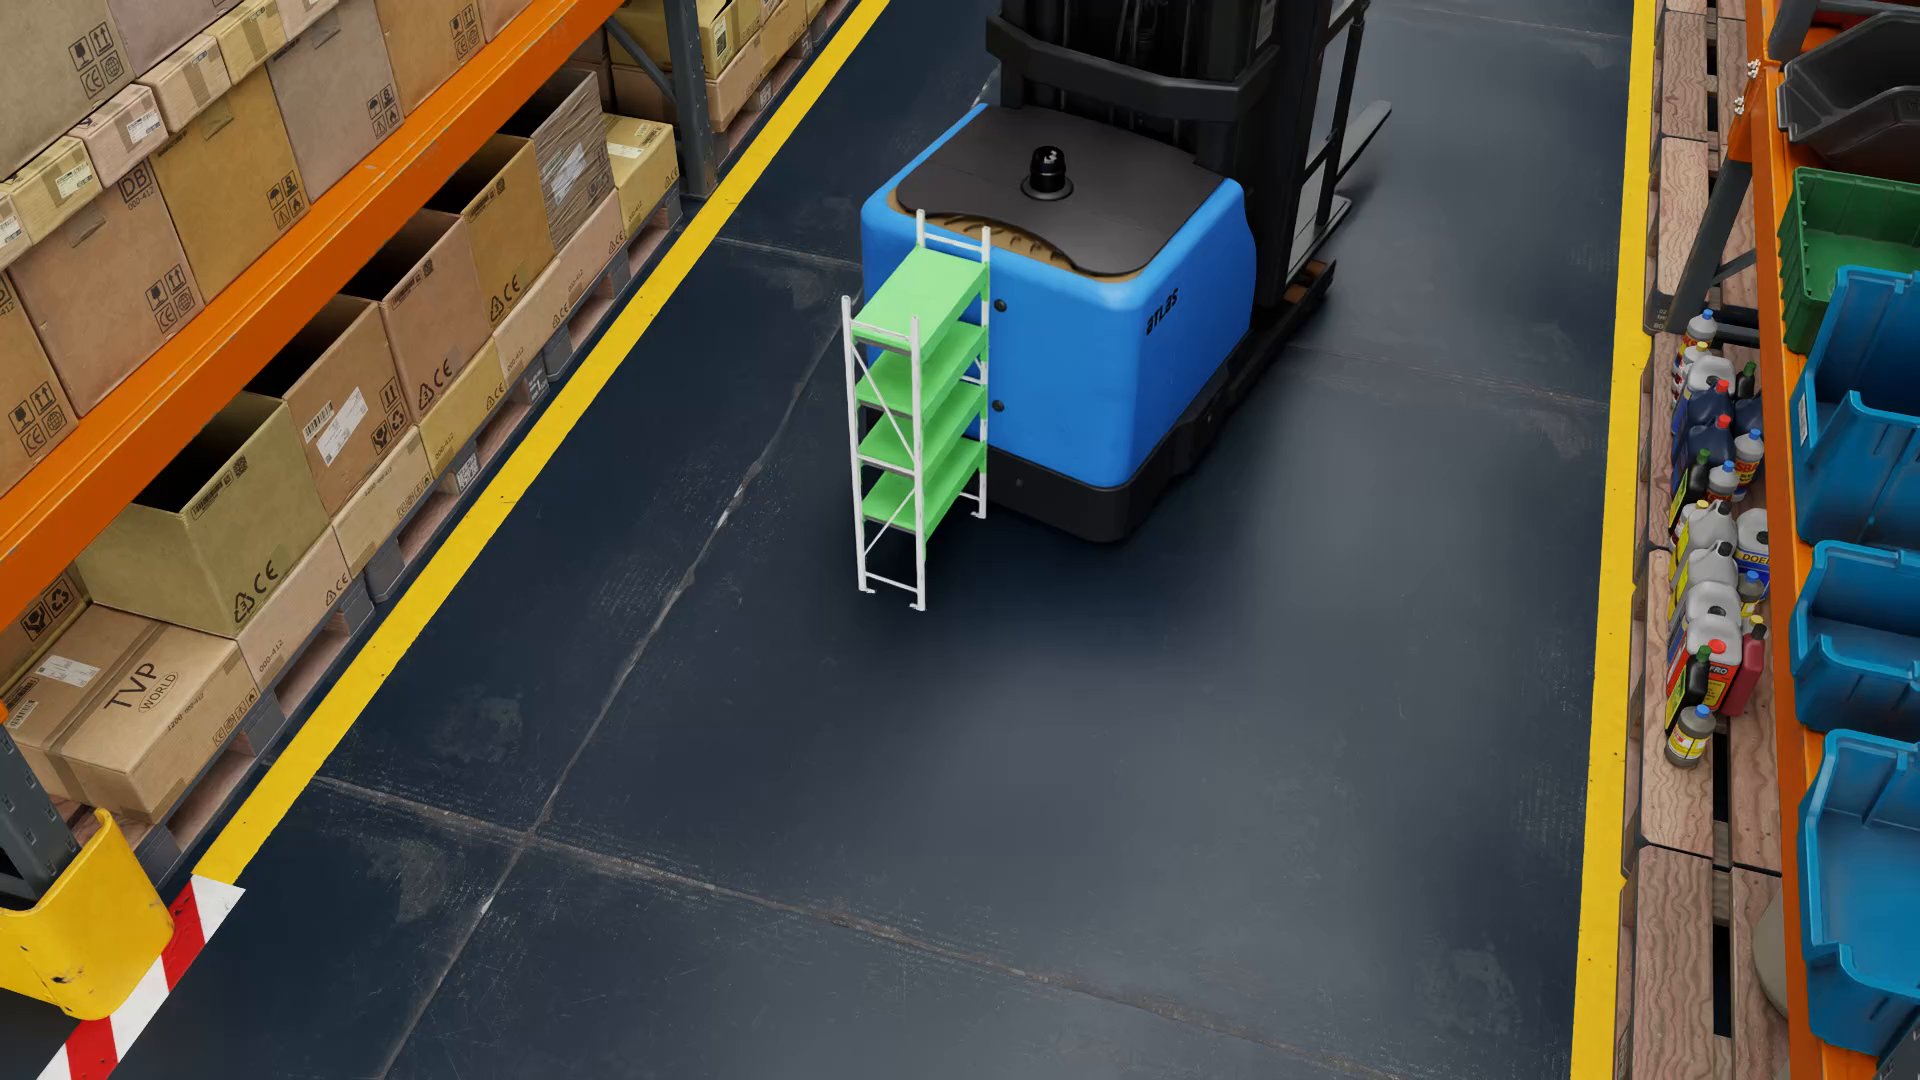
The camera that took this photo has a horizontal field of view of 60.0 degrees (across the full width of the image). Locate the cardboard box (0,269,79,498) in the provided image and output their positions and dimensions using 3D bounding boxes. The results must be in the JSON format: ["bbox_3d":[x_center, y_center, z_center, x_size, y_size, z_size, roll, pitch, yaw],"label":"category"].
[{"bbox_3d":[-2.620,-0.376,3.918,0.700,0.500,0.500,13,46,13],"label":"cardboard box"}]

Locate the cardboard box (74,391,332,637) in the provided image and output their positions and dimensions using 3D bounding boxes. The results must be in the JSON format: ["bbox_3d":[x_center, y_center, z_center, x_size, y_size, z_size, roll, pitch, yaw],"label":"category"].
[{"bbox_3d":[-2.250,-0.111,4.848,0.500,0.500,0.500,13,46,13],"label":"cardboard box"}]

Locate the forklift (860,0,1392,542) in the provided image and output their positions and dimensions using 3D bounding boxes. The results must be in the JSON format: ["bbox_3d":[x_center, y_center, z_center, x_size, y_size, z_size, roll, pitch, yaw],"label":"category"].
[{"bbox_3d":[0.857,-2.055,5.754,1.130,2.935,3.031,23,49,22],"label":"forklift"}]

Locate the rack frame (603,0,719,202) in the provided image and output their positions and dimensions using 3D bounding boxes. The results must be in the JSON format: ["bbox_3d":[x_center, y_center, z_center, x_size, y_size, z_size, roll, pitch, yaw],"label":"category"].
[{"bbox_3d":[-1.562,-2.698,6.362,1.000,3.000,0.127,13,46,13],"label":"rack frame"}]

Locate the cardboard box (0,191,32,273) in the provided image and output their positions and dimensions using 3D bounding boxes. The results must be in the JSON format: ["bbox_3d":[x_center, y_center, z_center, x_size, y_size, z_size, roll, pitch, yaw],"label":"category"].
[{"bbox_3d":[-2.372,-0.692,3.777,0.380,0.149,0.250,11,46,11],"label":"cardboard box"}]

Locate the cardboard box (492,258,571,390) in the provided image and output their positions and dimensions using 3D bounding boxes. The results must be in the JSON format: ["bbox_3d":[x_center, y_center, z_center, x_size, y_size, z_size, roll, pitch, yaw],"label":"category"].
[{"bbox_3d":[-1.793,-0.842,6.132,0.500,0.250,0.500,13,46,13],"label":"cardboard box"}]

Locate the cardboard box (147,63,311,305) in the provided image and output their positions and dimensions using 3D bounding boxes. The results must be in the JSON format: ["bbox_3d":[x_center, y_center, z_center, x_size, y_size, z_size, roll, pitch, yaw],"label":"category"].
[{"bbox_3d":[-2.310,-1.057,4.614,0.700,0.500,0.500,13,46,13],"label":"cardboard box"}]

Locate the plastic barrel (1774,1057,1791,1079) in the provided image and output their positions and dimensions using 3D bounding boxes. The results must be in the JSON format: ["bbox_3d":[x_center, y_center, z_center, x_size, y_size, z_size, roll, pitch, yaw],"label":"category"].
[{"bbox_3d":[2.072,1.304,3.751,0.421,0.512,0.421,0,44,0],"label":"plastic barrel"}]

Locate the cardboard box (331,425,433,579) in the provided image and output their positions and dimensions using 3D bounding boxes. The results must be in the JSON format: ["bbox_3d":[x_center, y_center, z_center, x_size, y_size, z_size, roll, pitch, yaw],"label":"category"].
[{"bbox_3d":[-2.099,-0.177,5.451,0.500,0.250,0.500,13,46,13],"label":"cardboard box"}]

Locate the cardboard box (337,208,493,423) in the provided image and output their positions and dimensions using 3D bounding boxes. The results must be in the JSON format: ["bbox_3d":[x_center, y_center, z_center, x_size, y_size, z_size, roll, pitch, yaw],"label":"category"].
[{"bbox_3d":[-1.942,-0.777,5.528,0.500,0.500,0.500,13,46,13],"label":"cardboard box"}]

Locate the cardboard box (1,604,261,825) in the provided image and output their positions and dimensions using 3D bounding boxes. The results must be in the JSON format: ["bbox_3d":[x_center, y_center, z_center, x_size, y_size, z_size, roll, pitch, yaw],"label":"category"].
[{"bbox_3d":[-2.399,0.491,4.770,0.500,0.250,0.500,13,46,13],"label":"cardboard box"}]

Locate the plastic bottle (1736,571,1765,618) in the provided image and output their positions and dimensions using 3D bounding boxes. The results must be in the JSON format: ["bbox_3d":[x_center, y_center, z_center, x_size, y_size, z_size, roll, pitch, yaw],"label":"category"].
[{"bbox_3d":[2.404,0.176,5.111,0.097,0.201,0.097,0,44,0],"label":"plastic bottle"}]

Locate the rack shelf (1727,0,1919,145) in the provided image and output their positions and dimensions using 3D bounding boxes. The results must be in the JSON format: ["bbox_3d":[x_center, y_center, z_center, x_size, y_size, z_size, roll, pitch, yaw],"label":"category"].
[{"bbox_3d":[3.763,-2.722,6.902,1.077,0.370,4.000,13,46,13],"label":"rack shelf"}]

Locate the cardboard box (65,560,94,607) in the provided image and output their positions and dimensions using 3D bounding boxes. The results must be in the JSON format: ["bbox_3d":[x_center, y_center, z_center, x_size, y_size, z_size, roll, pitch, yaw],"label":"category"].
[{"bbox_3d":[-2.753,0.045,5.225,0.500,0.250,0.500,13,46,13],"label":"cardboard box"}]

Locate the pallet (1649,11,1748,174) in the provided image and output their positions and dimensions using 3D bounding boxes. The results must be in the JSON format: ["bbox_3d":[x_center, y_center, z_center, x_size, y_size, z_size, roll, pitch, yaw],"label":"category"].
[{"bbox_3d":[3.726,-1.997,7.640,1.003,0.211,1.213,13,46,13],"label":"pallet"}]

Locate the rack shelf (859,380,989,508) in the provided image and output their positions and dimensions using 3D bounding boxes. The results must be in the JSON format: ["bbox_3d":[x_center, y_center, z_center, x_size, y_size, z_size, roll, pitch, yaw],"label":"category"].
[{"bbox_3d":[-0.123,-0.339,5.330,0.258,0.148,0.480,18,47,18],"label":"rack shelf"}]

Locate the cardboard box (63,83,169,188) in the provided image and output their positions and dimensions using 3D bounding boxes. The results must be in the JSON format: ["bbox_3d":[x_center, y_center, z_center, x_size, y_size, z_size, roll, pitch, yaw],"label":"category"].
[{"bbox_3d":[-2.217,-1.025,4.118,0.380,0.149,0.250,12,46,12],"label":"cardboard box"}]

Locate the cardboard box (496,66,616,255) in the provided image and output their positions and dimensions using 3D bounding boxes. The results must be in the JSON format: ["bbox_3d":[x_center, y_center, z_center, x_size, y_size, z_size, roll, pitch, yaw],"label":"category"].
[{"bbox_3d":[-1.657,-1.447,6.214,0.500,0.500,0.500,13,46,13],"label":"cardboard box"}]

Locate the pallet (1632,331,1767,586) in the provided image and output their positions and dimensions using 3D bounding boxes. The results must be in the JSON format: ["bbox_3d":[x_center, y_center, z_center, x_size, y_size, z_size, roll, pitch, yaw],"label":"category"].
[{"bbox_3d":[2.914,-0.211,5.814,1.003,0.211,1.213,13,46,13],"label":"pallet"}]

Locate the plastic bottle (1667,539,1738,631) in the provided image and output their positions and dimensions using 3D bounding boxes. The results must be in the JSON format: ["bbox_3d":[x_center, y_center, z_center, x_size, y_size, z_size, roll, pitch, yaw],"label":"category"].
[{"bbox_3d":[2.275,0.127,5.055,0.144,0.351,0.185,14,46,14],"label":"plastic bottle"}]

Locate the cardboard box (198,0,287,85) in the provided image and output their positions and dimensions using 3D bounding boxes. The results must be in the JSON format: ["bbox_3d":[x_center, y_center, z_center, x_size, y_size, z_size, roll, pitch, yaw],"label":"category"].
[{"bbox_3d":[-2.061,-1.374,4.474,0.380,0.149,0.250,12,46,12],"label":"cardboard box"}]

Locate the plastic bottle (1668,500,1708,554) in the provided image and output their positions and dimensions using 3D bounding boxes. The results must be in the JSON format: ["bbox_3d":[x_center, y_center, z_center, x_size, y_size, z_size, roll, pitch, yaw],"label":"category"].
[{"bbox_3d":[2.352,-0.044,5.336,0.097,0.201,0.097,0,44,0],"label":"plastic bottle"}]

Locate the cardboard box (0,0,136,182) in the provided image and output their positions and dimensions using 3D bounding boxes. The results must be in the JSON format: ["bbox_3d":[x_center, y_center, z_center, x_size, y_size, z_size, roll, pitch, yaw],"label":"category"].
[{"bbox_3d":[-2.450,-1.226,3.860,0.700,0.500,0.500,11,46,11],"label":"cardboard box"}]

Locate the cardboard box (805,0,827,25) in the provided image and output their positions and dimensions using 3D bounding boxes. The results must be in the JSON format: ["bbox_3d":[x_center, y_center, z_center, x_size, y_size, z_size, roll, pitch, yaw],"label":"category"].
[{"bbox_3d":[-0.894,-2.768,8.100,0.500,0.250,0.500,11,45,11],"label":"cardboard box"}]

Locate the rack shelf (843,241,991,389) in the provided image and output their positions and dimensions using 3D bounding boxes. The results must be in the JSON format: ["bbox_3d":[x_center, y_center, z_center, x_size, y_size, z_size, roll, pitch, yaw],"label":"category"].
[{"bbox_3d":[-0.123,-0.682,4.995,0.258,0.148,0.480,18,47,18],"label":"rack shelf"}]

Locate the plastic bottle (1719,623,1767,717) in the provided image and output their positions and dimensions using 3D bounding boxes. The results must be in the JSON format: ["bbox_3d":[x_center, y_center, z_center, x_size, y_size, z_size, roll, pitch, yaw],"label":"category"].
[{"bbox_3d":[2.288,0.377,4.848,0.061,0.283,0.133,13,46,13],"label":"plastic bottle"}]

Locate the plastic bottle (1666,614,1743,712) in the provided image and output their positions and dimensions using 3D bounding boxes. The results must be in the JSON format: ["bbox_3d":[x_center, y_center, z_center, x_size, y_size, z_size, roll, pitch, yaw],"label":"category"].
[{"bbox_3d":[2.187,0.357,4.873,0.152,0.276,0.135,13,46,13],"label":"plastic bottle"}]

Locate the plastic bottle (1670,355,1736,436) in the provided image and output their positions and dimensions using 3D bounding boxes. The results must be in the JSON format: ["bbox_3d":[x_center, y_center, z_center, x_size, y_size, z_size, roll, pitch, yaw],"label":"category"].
[{"bbox_3d":[2.571,-0.489,5.738,0.152,0.276,0.135,14,46,14],"label":"plastic bottle"}]

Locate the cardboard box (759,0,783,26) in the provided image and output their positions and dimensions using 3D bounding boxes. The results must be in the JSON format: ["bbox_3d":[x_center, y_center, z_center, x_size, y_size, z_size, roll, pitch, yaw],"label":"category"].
[{"bbox_3d":[-1.043,-2.621,7.548,0.500,0.311,0.500,12,46,12],"label":"cardboard box"}]

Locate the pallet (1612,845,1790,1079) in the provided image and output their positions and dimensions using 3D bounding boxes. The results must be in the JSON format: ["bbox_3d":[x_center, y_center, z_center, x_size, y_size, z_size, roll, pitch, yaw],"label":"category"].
[{"bbox_3d":[2.175,1.416,4.152,1.003,0.211,1.213,13,46,13],"label":"pallet"}]

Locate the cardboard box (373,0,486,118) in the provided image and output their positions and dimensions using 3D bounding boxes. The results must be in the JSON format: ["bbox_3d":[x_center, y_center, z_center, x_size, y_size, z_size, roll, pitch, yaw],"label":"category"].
[{"bbox_3d":[-2.000,-1.750,5.322,0.700,0.500,0.500,13,46,13],"label":"cardboard box"}]

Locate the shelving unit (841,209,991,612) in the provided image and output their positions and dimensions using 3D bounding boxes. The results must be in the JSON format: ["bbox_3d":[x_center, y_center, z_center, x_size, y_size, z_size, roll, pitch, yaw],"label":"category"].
[{"bbox_3d":[-0.123,-0.385,5.286,0.258,1.200,0.503,18,47,18],"label":"shelving unit"}]

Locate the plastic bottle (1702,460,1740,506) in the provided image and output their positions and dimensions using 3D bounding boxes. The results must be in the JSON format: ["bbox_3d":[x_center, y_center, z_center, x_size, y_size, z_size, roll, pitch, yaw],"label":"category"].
[{"bbox_3d":[2.451,-0.146,5.391,0.097,0.271,0.097,0,44,0],"label":"plastic bottle"}]

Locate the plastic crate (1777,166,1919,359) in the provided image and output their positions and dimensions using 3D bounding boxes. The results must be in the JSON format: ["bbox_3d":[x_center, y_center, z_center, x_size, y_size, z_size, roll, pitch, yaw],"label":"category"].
[{"bbox_3d":[2.477,-0.725,4.498,0.450,0.188,0.662,13,46,13],"label":"plastic crate"}]

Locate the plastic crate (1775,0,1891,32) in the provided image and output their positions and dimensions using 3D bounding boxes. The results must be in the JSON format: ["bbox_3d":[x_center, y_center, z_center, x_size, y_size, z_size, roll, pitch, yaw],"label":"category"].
[{"bbox_3d":[3.012,-2.057,5.661,0.402,0.464,0.583,13,46,13],"label":"plastic crate"}]

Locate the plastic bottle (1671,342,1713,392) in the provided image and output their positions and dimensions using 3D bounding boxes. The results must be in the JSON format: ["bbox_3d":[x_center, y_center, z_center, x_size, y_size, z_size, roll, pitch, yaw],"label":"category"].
[{"bbox_3d":[2.612,-0.616,5.921,0.097,0.201,0.097,0,44,0],"label":"plastic bottle"}]

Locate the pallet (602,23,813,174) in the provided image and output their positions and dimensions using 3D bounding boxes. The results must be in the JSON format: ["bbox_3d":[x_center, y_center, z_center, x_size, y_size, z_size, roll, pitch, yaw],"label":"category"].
[{"bbox_3d":[-1.376,-2.201,7.848,1.003,0.211,1.213,13,46,13],"label":"pallet"}]

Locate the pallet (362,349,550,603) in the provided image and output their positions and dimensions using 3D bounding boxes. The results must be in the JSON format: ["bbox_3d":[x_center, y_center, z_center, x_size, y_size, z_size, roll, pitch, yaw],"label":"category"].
[{"bbox_3d":[-2.211,-0.364,5.971,1.003,0.211,1.213,13,46,13],"label":"pallet"}]

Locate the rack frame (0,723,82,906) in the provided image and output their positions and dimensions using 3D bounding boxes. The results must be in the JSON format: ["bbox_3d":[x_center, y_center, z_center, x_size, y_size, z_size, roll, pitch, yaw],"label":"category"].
[{"bbox_3d":[-2.774,-0.032,3.638,1.000,3.000,0.127,13,46,13],"label":"rack frame"}]

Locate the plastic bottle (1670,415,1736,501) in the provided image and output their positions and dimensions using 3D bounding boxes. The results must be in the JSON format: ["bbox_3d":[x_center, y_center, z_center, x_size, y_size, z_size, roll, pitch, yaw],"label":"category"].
[{"bbox_3d":[2.460,-0.281,5.472,0.144,0.351,0.185,11,45,11],"label":"plastic bottle"}]

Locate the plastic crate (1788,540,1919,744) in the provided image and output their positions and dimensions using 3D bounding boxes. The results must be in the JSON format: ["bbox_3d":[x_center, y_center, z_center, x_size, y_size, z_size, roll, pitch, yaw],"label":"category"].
[{"bbox_3d":[2.015,0.245,3.462,0.499,0.251,0.408,13,46,13],"label":"plastic crate"}]

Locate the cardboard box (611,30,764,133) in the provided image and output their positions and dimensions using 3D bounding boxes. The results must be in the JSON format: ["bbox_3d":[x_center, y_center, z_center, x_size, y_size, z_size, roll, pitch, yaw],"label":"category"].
[{"bbox_3d":[-1.204,-2.082,7.398,0.500,0.250,0.500,12,46,12],"label":"cardboard box"}]

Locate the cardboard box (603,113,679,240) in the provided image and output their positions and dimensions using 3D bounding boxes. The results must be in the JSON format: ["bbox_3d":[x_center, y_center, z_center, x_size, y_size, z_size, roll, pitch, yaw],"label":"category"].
[{"bbox_3d":[-1.494,-1.510,6.814,0.500,0.250,0.500,13,46,13],"label":"cardboard box"}]

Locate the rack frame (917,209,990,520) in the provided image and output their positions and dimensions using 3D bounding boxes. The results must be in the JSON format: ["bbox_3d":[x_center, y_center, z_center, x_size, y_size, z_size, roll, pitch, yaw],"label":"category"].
[{"bbox_3d":[-0.020,-0.540,5.444,0.240,1.200,0.015,18,47,18],"label":"rack frame"}]

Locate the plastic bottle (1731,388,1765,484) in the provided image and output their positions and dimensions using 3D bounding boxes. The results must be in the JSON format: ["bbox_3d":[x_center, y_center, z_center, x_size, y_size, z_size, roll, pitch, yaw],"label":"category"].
[{"bbox_3d":[2.655,-0.376,5.569,0.144,0.351,0.185,13,46,13],"label":"plastic bottle"}]

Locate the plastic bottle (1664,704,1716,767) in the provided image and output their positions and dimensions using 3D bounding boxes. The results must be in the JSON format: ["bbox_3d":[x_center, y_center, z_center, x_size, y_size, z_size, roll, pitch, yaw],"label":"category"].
[{"bbox_3d":[2.084,0.546,4.734,0.097,0.201,0.097,0,44,0],"label":"plastic bottle"}]
